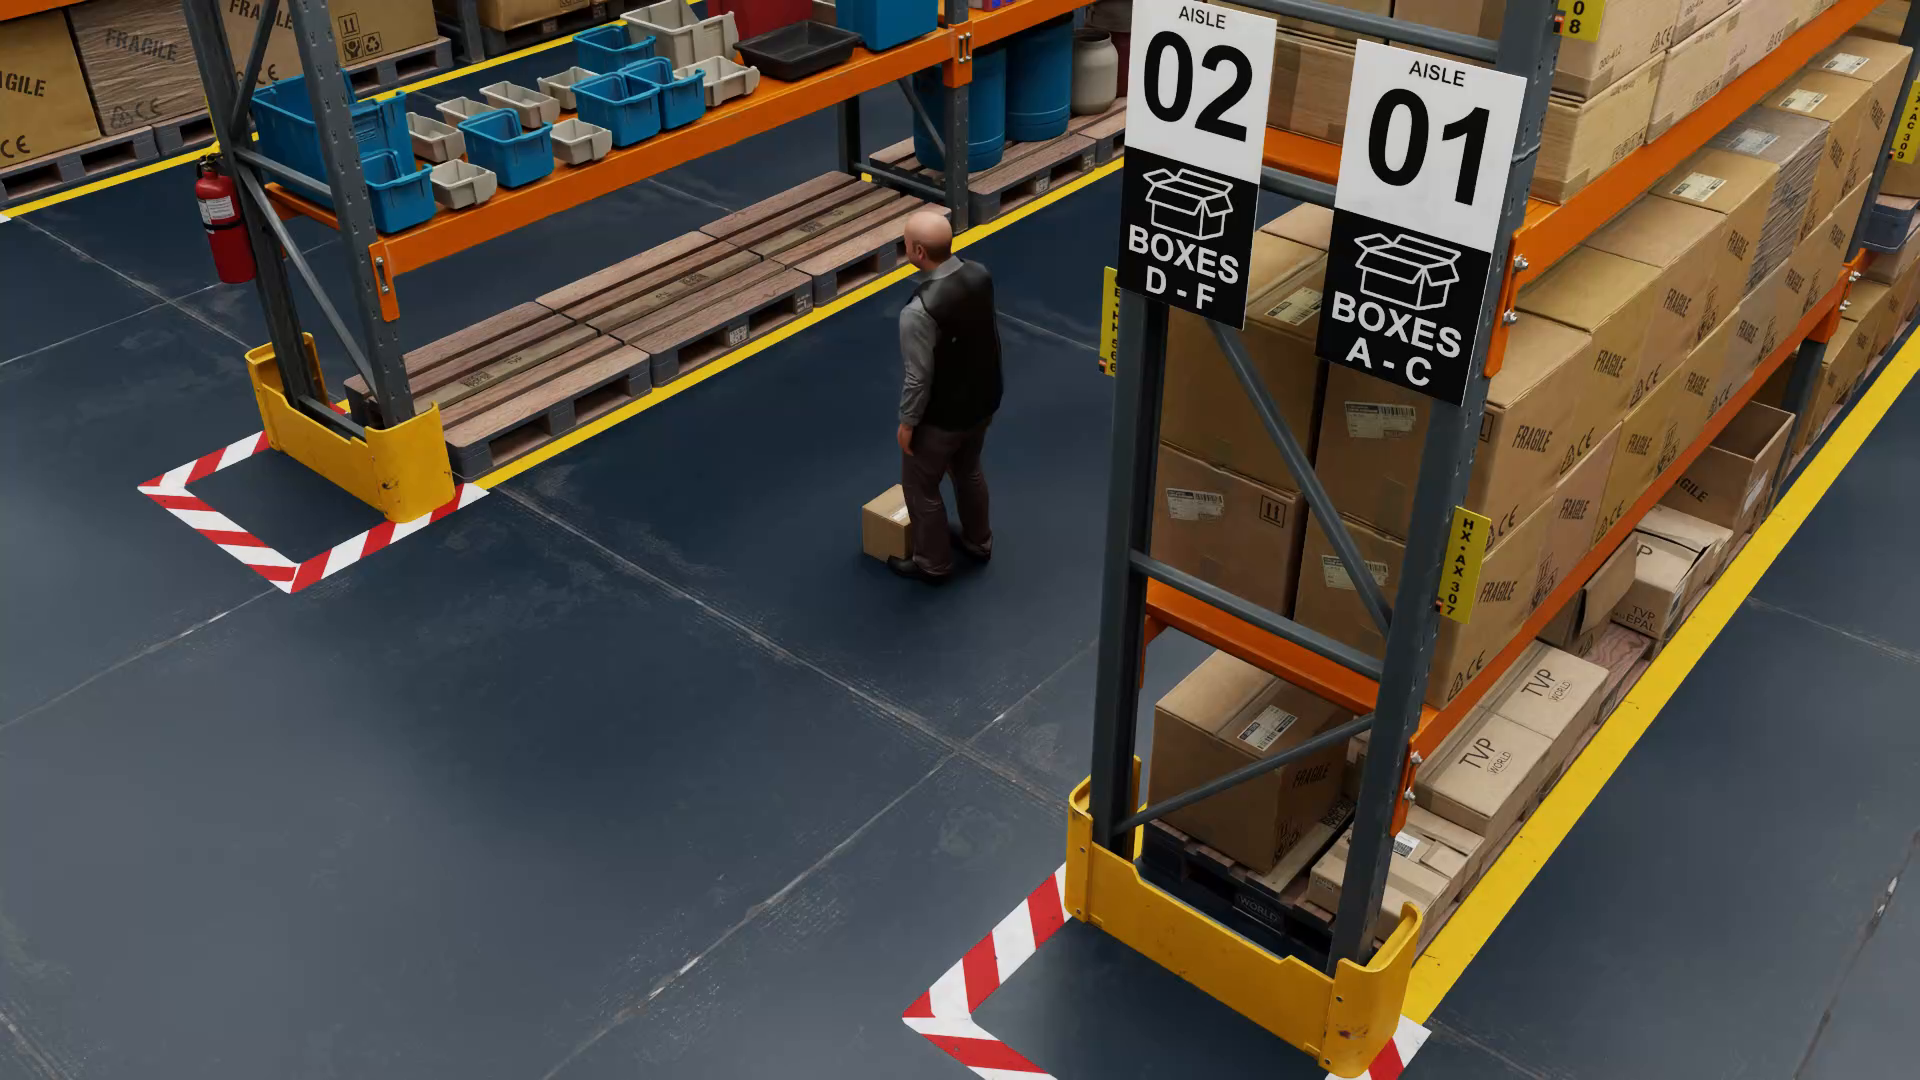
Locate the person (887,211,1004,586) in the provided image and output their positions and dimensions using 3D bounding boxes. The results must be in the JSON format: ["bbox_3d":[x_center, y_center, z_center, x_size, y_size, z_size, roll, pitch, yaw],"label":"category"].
[{"bbox_3d":[-0.069,-0.568,6.984,0.475,1.720,0.590,23,41,29],"label":"person"}]
